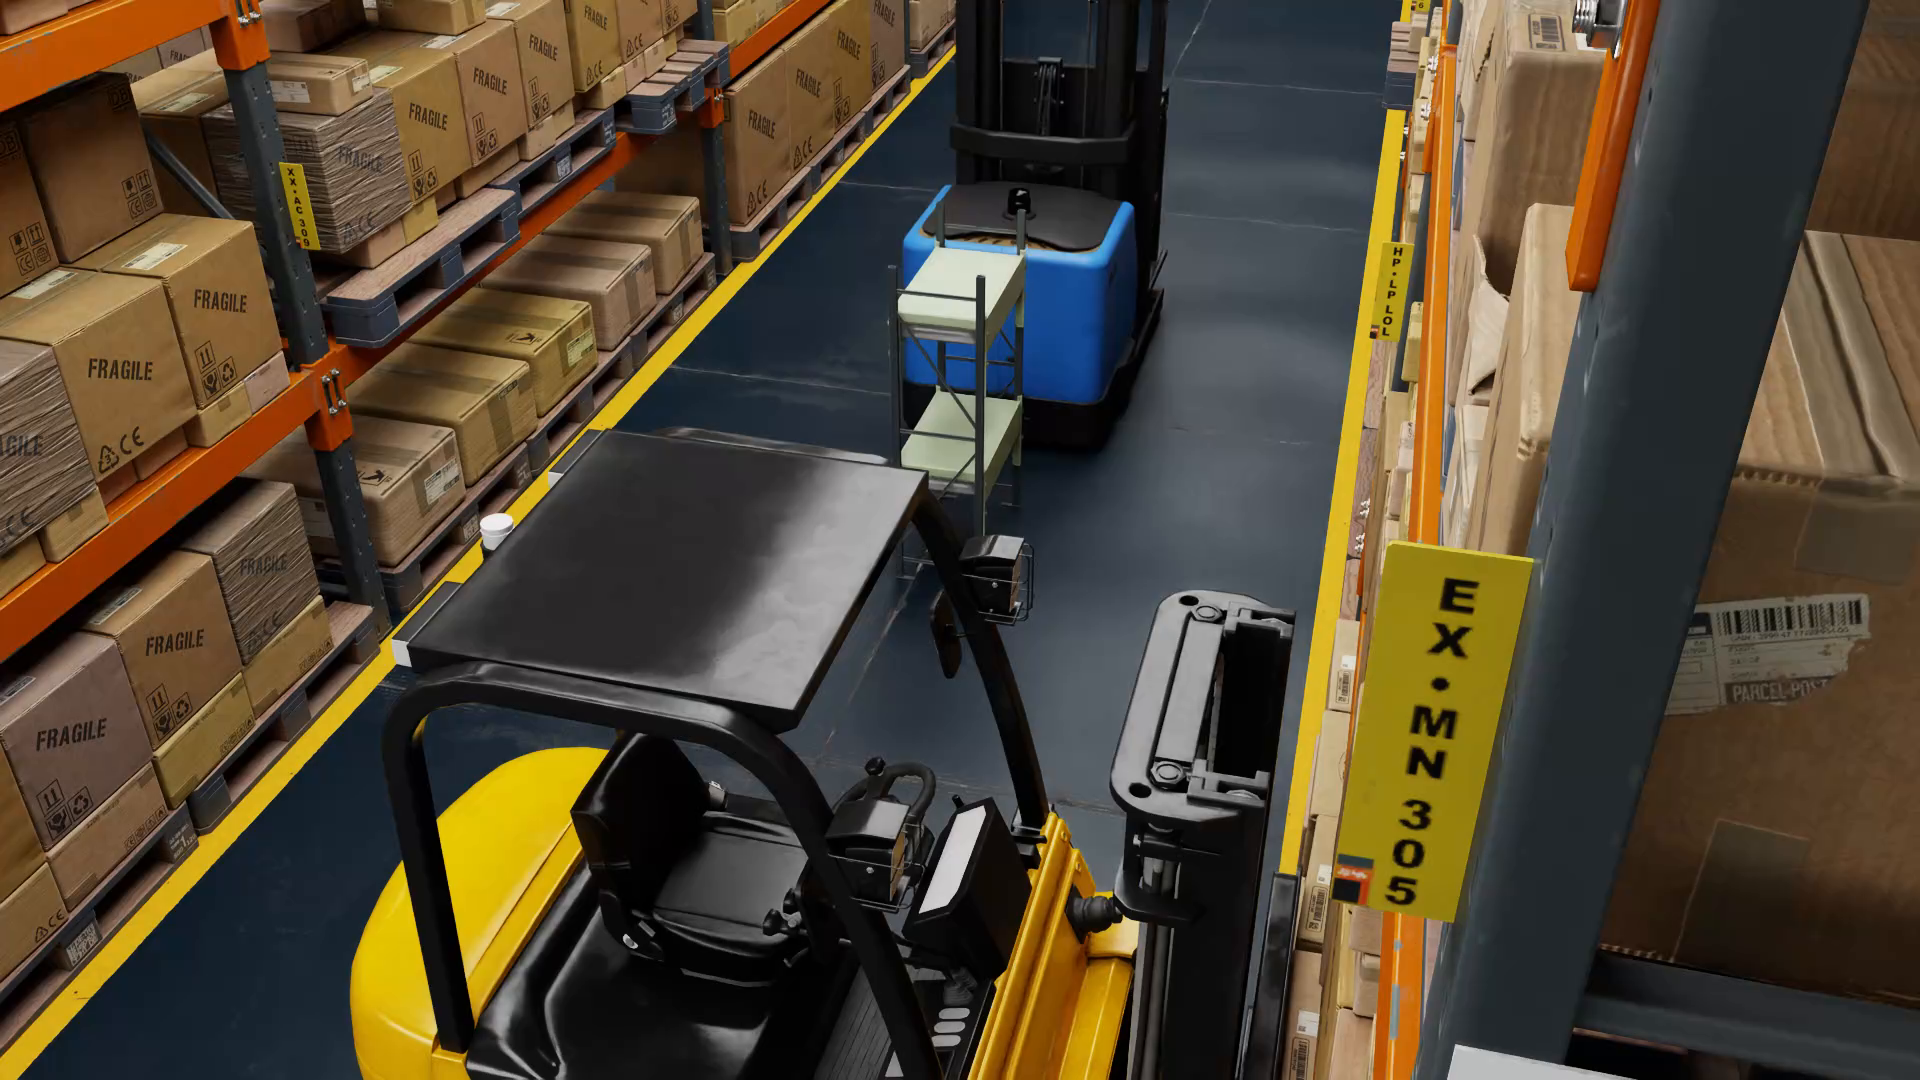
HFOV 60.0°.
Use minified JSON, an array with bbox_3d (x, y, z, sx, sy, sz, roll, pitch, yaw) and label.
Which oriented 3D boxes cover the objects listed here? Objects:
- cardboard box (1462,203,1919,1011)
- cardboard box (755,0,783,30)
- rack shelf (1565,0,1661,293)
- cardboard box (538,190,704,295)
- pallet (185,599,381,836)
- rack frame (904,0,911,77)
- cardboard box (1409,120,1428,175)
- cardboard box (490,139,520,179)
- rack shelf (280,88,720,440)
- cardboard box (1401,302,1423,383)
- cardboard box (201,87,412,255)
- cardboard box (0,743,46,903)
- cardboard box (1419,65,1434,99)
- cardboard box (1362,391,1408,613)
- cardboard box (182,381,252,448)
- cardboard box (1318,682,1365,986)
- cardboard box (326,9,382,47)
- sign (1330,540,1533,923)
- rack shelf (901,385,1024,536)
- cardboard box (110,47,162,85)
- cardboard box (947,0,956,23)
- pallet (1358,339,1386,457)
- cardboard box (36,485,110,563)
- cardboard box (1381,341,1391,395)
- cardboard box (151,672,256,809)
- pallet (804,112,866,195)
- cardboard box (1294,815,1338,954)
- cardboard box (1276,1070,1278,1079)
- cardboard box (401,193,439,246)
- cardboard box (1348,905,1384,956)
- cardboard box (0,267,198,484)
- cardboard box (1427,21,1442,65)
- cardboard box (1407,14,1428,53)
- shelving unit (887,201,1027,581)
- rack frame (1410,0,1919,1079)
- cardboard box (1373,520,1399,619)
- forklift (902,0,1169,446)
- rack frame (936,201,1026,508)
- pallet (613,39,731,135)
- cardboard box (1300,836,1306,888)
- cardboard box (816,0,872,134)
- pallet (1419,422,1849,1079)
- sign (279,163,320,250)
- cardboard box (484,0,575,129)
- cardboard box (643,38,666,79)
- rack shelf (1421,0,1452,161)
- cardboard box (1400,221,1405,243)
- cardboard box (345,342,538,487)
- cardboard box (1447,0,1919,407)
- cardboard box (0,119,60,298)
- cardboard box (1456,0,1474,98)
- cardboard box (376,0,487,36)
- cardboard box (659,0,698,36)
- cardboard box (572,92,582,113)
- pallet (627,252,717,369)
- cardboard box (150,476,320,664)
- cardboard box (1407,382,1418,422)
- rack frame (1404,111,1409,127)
[{"bbox_3d":[0.730,0.042,1.515,0.500,0.500,0.500,9,34,14],"label":"cardboard box"},{"bbox_3d":[-1.438,-3.419,10.471,0.500,0.250,0.500,7,33,11],"label":"cardboard box"},{"bbox_3d":[1.361,-1.265,2.396,1.077,0.370,4.000,8,33,12],"label":"rack shelf"},{"bbox_3d":[-2.072,-1.770,9.796,0.950,0.372,0.625,6,33,9],"label":"cardboard box"},{"bbox_3d":[-3.070,0.613,6.590,1.003,0.211,1.213,8,33,12],"label":"pallet"},{"bbox_3d":[-0.904,-5.069,12.928,1.000,3.000,0.127,8,33,12],"label":"rack frame"},{"bbox_3d":[2.028,-1.582,6.745,0.380,0.149,0.250,7,33,11],"label":"cardboard box"},{"bbox_3d":[-2.248,-1.774,7.588,0.380,0.149,0.250,8,33,13],"label":"cardboard box"},{"bbox_3d":[-2.426,-1.652,8.223,1.077,0.370,4.000,8,33,12],"label":"rack shelf"},{"bbox_3d":[1.500,-0.560,4.860,0.380,0.149,0.250,9,33,13],"label":"cardboard box"},{"bbox_3d":[-2.537,-1.467,6.499,0.500,0.500,0.500,9,33,14],"label":"cardboard box"},{"bbox_3d":[-3.208,0.900,5.010,0.500,0.500,0.500,9,33,13],"label":"cardboard box"},{"bbox_3d":[2.406,-2.010,7.790,0.500,0.250,0.500,9,34,14],"label":"cardboard box"},{"bbox_3d":[1.503,-0.091,5.004,0.500,0.500,0.500,7,33,11],"label":"cardboard box"},{"bbox_3d":[-2.777,-0.473,5.932,0.380,0.149,0.250,9,33,13],"label":"cardboard box"},{"bbox_3d":[1.111,0.702,3.756,0.500,0.500,0.500,8,33,13],"label":"cardboard box"},{"bbox_3d":[-2.777,-2.058,7.429,0.500,0.500,0.500,9,34,14],"label":"cardboard box"},{"bbox_3d":[0.332,0.145,1.179,0.100,0.325,0.005,8,33,12],"label":"sign"},{"bbox_3d":[-0.002,-0.354,7.517,0.431,0.370,0.720,8,33,12],"label":"rack shelf"},{"bbox_3d":[-6.182,-3.331,12.132,0.500,0.500,0.500,8,33,13],"label":"cardboard box"},{"bbox_3d":[-0.414,-4.941,14.723,0.875,0.438,0.875,7,33,11],"label":"cardboard box"},{"bbox_3d":[2.637,-0.721,8.687,1.003,0.211,1.213,8,33,12],"label":"pallet"},{"bbox_3d":[-2.975,-0.076,5.307,0.380,0.149,0.250,8,33,12],"label":"cardboard box"},{"bbox_3d":[1.865,-0.739,6.257,0.500,0.250,0.500,8,33,12],"label":"cardboard box"},{"bbox_3d":[-2.949,0.687,6.045,0.500,0.250,0.500,7,33,11],"label":"cardboard box"},{"bbox_3d":[-1.334,-2.846,12.031,1.003,0.211,1.213,8,33,12],"label":"pallet"},{"bbox_3d":[1.187,1.050,4.543,0.500,0.250,0.500,9,34,14],"label":"cardboard box"},{"bbox_3d":[1.053,1.520,4.268,0.500,0.250,0.500,8,33,12],"label":"cardboard box"},{"bbox_3d":[-2.416,-1.361,6.938,0.380,0.149,0.250,9,33,13],"label":"cardboard box"},{"bbox_3d":[0.907,0.635,2.980,0.380,0.149,0.250,9,33,14],"label":"cardboard box"},{"bbox_3d":[-2.930,-0.553,5.453,0.500,0.500,0.500,9,34,14],"label":"cardboard box"},{"bbox_3d":[2.451,-2.371,7.986,0.380,0.149,0.250,9,33,13],"label":"cardboard box"},{"bbox_3d":[2.679,-2.784,9.176,0.380,0.149,0.250,9,33,13],"label":"cardboard box"},{"bbox_3d":[-0.002,-0.629,7.342,0.431,1.500,0.755,8,33,12],"label":"shelving unit"},{"bbox_3d":[0.850,-0.700,0.464,0.949,2.616,0.053,8,33,12],"label":"rack frame"},{"bbox_3d":[1.227,0.097,4.103,0.380,0.149,0.250,8,33,12],"label":"cardboard box"},{"bbox_3d":[0.578,-2.490,8.934,1.130,2.935,3.031,8,33,13],"label":"forklift"},{"bbox_3d":[0.091,-0.819,7.641,0.400,1.500,0.023,8,33,12],"label":"rack frame"},{"bbox_3d":[-1.996,-2.528,9.109,1.213,0.211,1.003,8,33,12],"label":"pallet"},{"bbox_3d":[1.311,1.211,5.221,0.500,0.250,0.500,7,33,11],"label":"cardboard box"},{"bbox_3d":[-1.205,-3.547,12.123,0.875,0.875,0.875,9,34,14],"label":"cardboard box"},{"bbox_3d":[1.058,0.240,1.863,1.003,0.211,1.213,8,33,12],"label":"pallet"},{"bbox_3d":[-2.407,-1.213,6.055,0.100,0.325,0.005,8,33,12],"label":"sign"},{"bbox_3d":[-2.152,-2.250,7.731,0.500,0.500,0.500,7,33,10],"label":"cardboard box"},{"bbox_3d":[-1.793,-2.577,8.850,0.380,0.149,0.250,8,33,12],"label":"cardboard box"},{"bbox_3d":[2.376,-2.244,6.358,1.077,0.370,4.000,8,33,12],"label":"rack shelf"},{"bbox_3d":[1.869,-0.949,6.121,0.500,0.250,0.500,7,33,11],"label":"cardboard box"},{"bbox_3d":[-2.624,-0.632,8.006,0.950,0.372,0.625,10,34,15],"label":"cardboard box"},{"bbox_3d":[1.087,-0.476,2.329,0.700,0.500,0.500,8,33,13],"label":"cardboard box"},{"bbox_3d":[-3.406,-1.046,5.298,0.700,0.500,0.500,8,33,13],"label":"cardboard box"},{"bbox_3d":[1.266,-1.033,3.532,0.380,0.149,0.250,9,34,14],"label":"cardboard box"},{"bbox_3d":[-2.296,-2.310,7.221,0.380,0.149,0.250,10,34,15],"label":"cardboard box"},{"bbox_3d":[-1.765,-3.064,9.013,0.500,0.500,0.500,7,33,11],"label":"cardboard box"},{"bbox_3d":[-2.107,-2.189,8.240,0.380,0.149,0.250,8,33,13],"label":"cardboard box"},{"bbox_3d":[-2.118,-1.411,9.773,1.003,0.211,1.213,8,33,12],"label":"pallet"},{"bbox_3d":[-2.824,0.093,6.281,0.500,0.500,0.500,8,33,12],"label":"cardboard box"},{"bbox_3d":[1.533,-0.430,4.933,0.380,0.149,0.250,8,33,12],"label":"cardboard box"},{"bbox_3d":[3.899,-4.395,11.868,1.000,3.000,0.127,8,33,12],"label":"rack frame"}]
